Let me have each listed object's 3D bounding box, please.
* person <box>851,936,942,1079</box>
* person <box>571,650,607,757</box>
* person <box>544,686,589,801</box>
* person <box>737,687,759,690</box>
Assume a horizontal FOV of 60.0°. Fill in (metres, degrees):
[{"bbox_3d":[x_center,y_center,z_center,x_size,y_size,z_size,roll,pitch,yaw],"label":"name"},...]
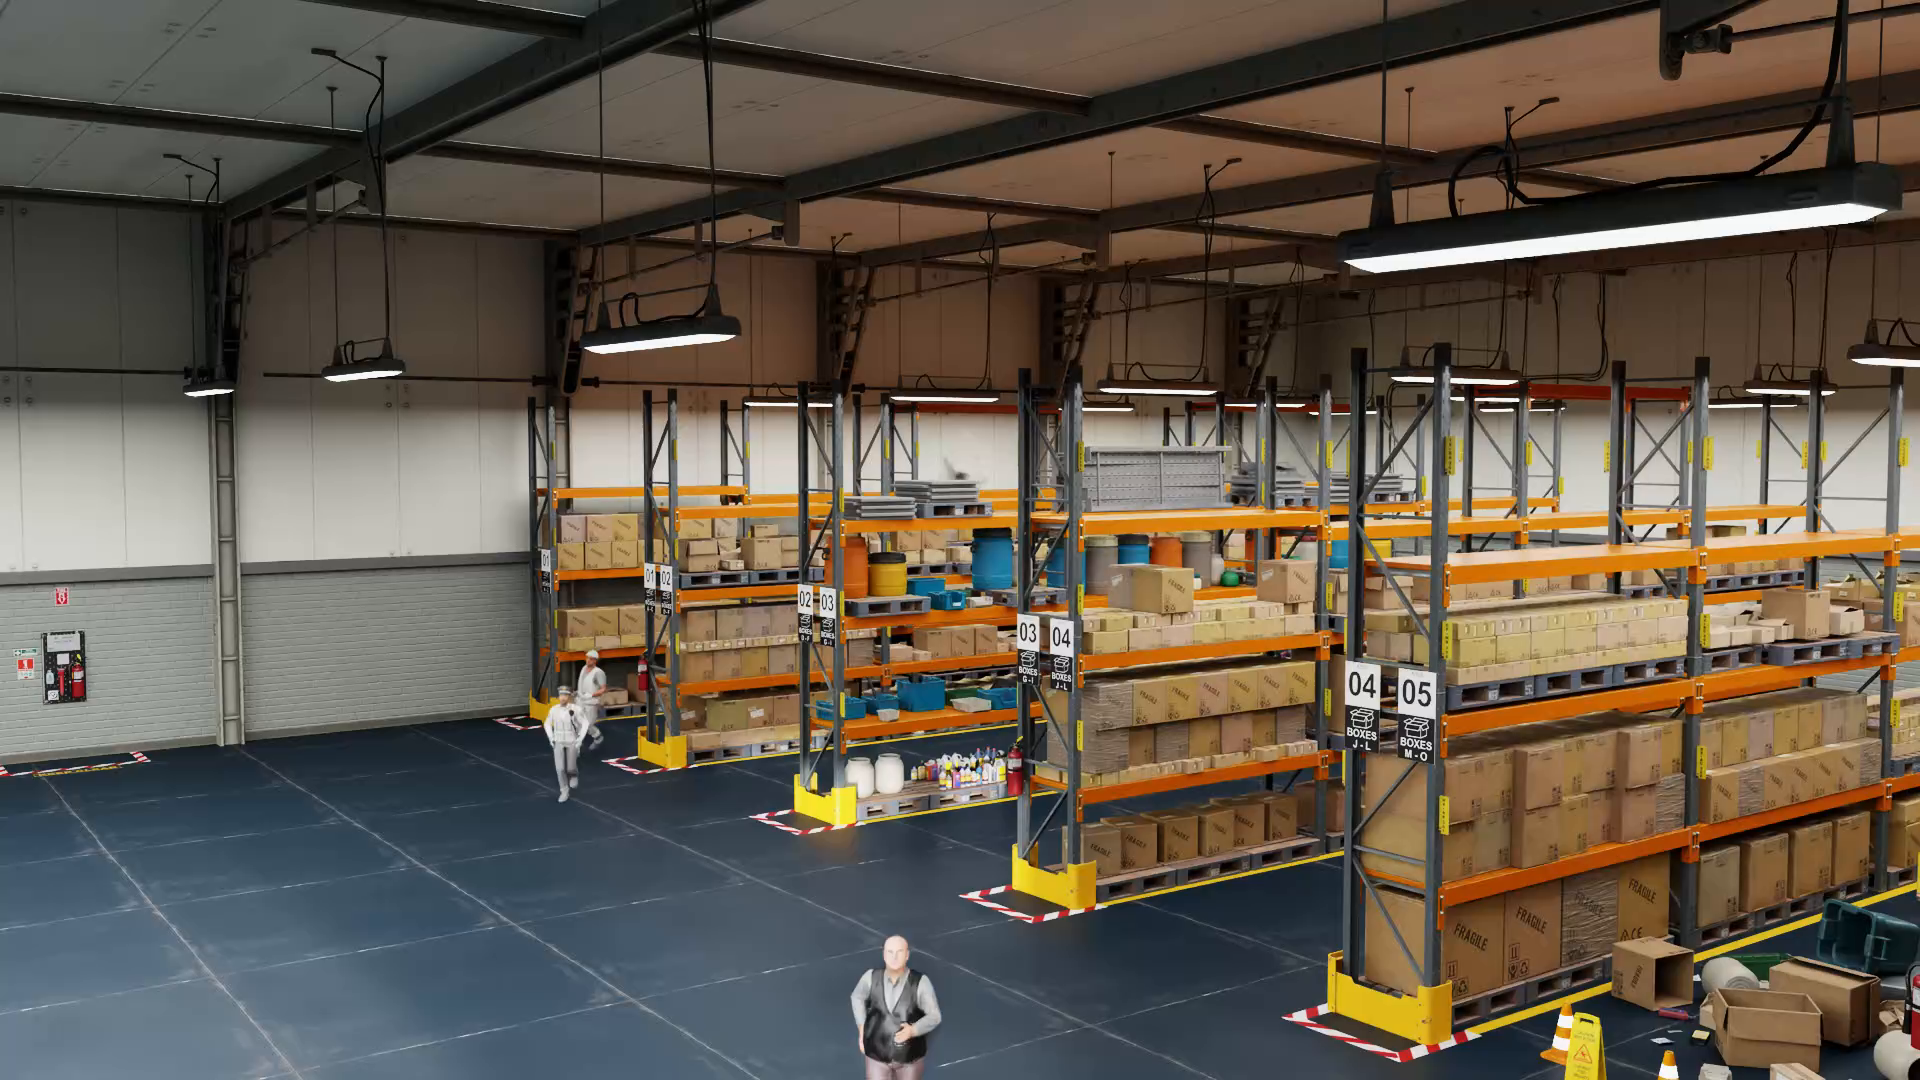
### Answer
[{"bbox_3d":[-0.451,3.632,11.556,0.652,1.782,0.689,0,3,2],"label":"person"},{"bbox_3d":[-6.036,2.682,27.175,0.698,1.770,0.843,2,4,28],"label":"person"},{"bbox_3d":[-5.708,2.918,24.137,0.648,1.659,0.609,0,3,-5],"label":"person"},{"bbox_3d":[-3.815,2.593,29.660,0.783,1.705,0.570,-3,5,-45],"label":"person"}]
